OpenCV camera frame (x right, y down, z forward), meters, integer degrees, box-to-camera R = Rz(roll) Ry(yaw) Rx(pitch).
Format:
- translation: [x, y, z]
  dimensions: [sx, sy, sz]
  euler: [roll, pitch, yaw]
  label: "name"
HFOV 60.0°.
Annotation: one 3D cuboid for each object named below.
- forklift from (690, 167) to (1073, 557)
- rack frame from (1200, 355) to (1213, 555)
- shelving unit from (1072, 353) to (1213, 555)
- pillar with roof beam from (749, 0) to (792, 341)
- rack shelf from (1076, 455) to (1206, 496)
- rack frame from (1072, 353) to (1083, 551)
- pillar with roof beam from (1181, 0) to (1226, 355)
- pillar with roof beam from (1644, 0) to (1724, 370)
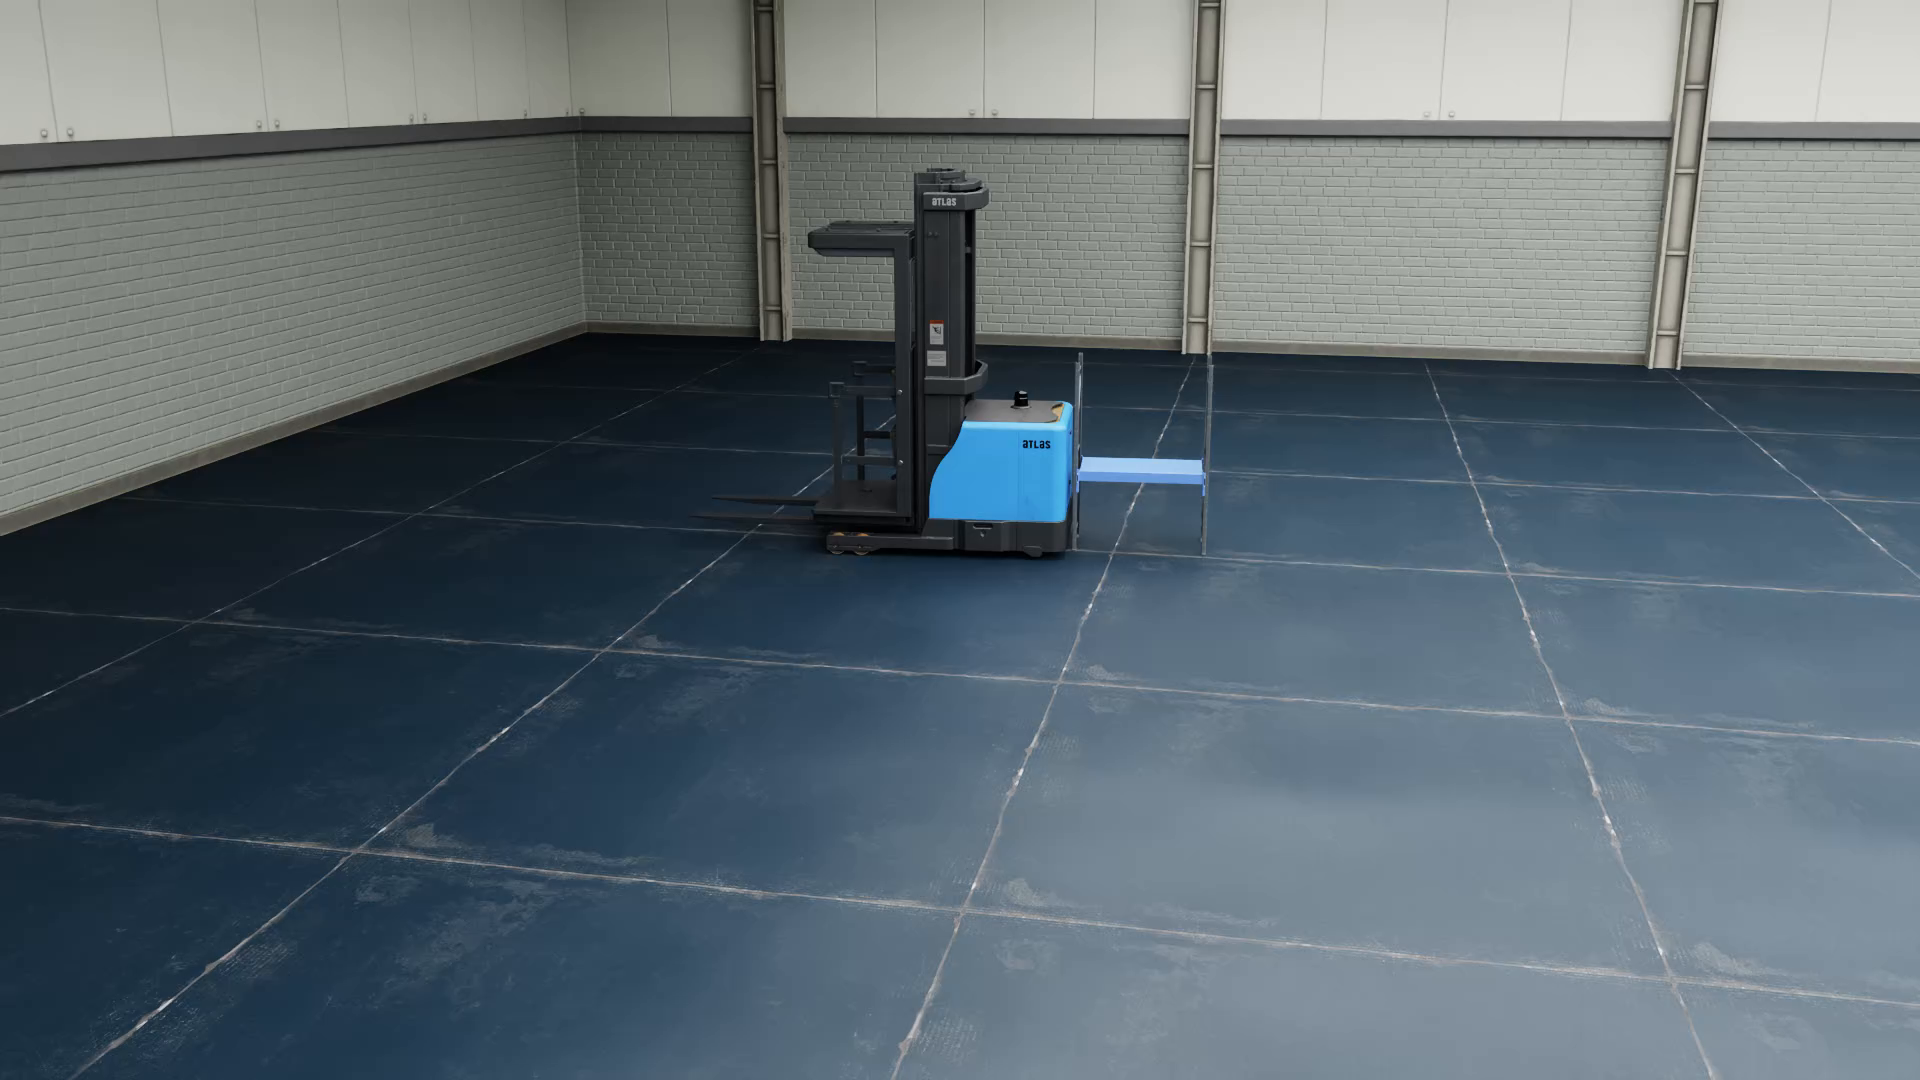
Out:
- translation: [-0.626, -1.433, 13.175]
  dimensions: [3.031, 2.935, 1.130]
  euler: [2, 16, 7]
  label: "forklift"
- translation: [1.943, -0.670, 13.103]
  dimensions: [0.032, 1.500, 0.500]
  euler: [2, 16, 7]
  label: "rack frame"
- translation: [1.439, -0.687, 13.163]
  dimensions: [1.048, 1.500, 0.538]
  euler: [2, 16, 7]
  label: "shelving unit"
- translation: [-3.498, -6.095, 18.638]
  dimensions: [0.400, 9.000, 9.100]
  euler: [3, 16, 11]
  label: "pillar with roof beam"
- translation: [1.439, -0.514, 13.211]
  dimensions: [1.000, 0.185, 0.538]
  euler: [2, 16, 7]
  label: "rack shelf"
- translation: [0.934, -0.704, 13.222]
  dimensions: [0.032, 1.500, 0.500]
  euler: [2, 16, 7]
  label: "rack frame"
- translation: [2.382, -5.776, 17.486]
  dimensions: [0.400, 9.000, 9.100]
  euler: [3, 16, 11]
  label: "pillar with roof beam"
- translation: [8.262, -5.457, 16.334]
  dimensions: [0.400, 9.000, 9.100]
  euler: [3, 16, 11]
  label: "pillar with roof beam"
